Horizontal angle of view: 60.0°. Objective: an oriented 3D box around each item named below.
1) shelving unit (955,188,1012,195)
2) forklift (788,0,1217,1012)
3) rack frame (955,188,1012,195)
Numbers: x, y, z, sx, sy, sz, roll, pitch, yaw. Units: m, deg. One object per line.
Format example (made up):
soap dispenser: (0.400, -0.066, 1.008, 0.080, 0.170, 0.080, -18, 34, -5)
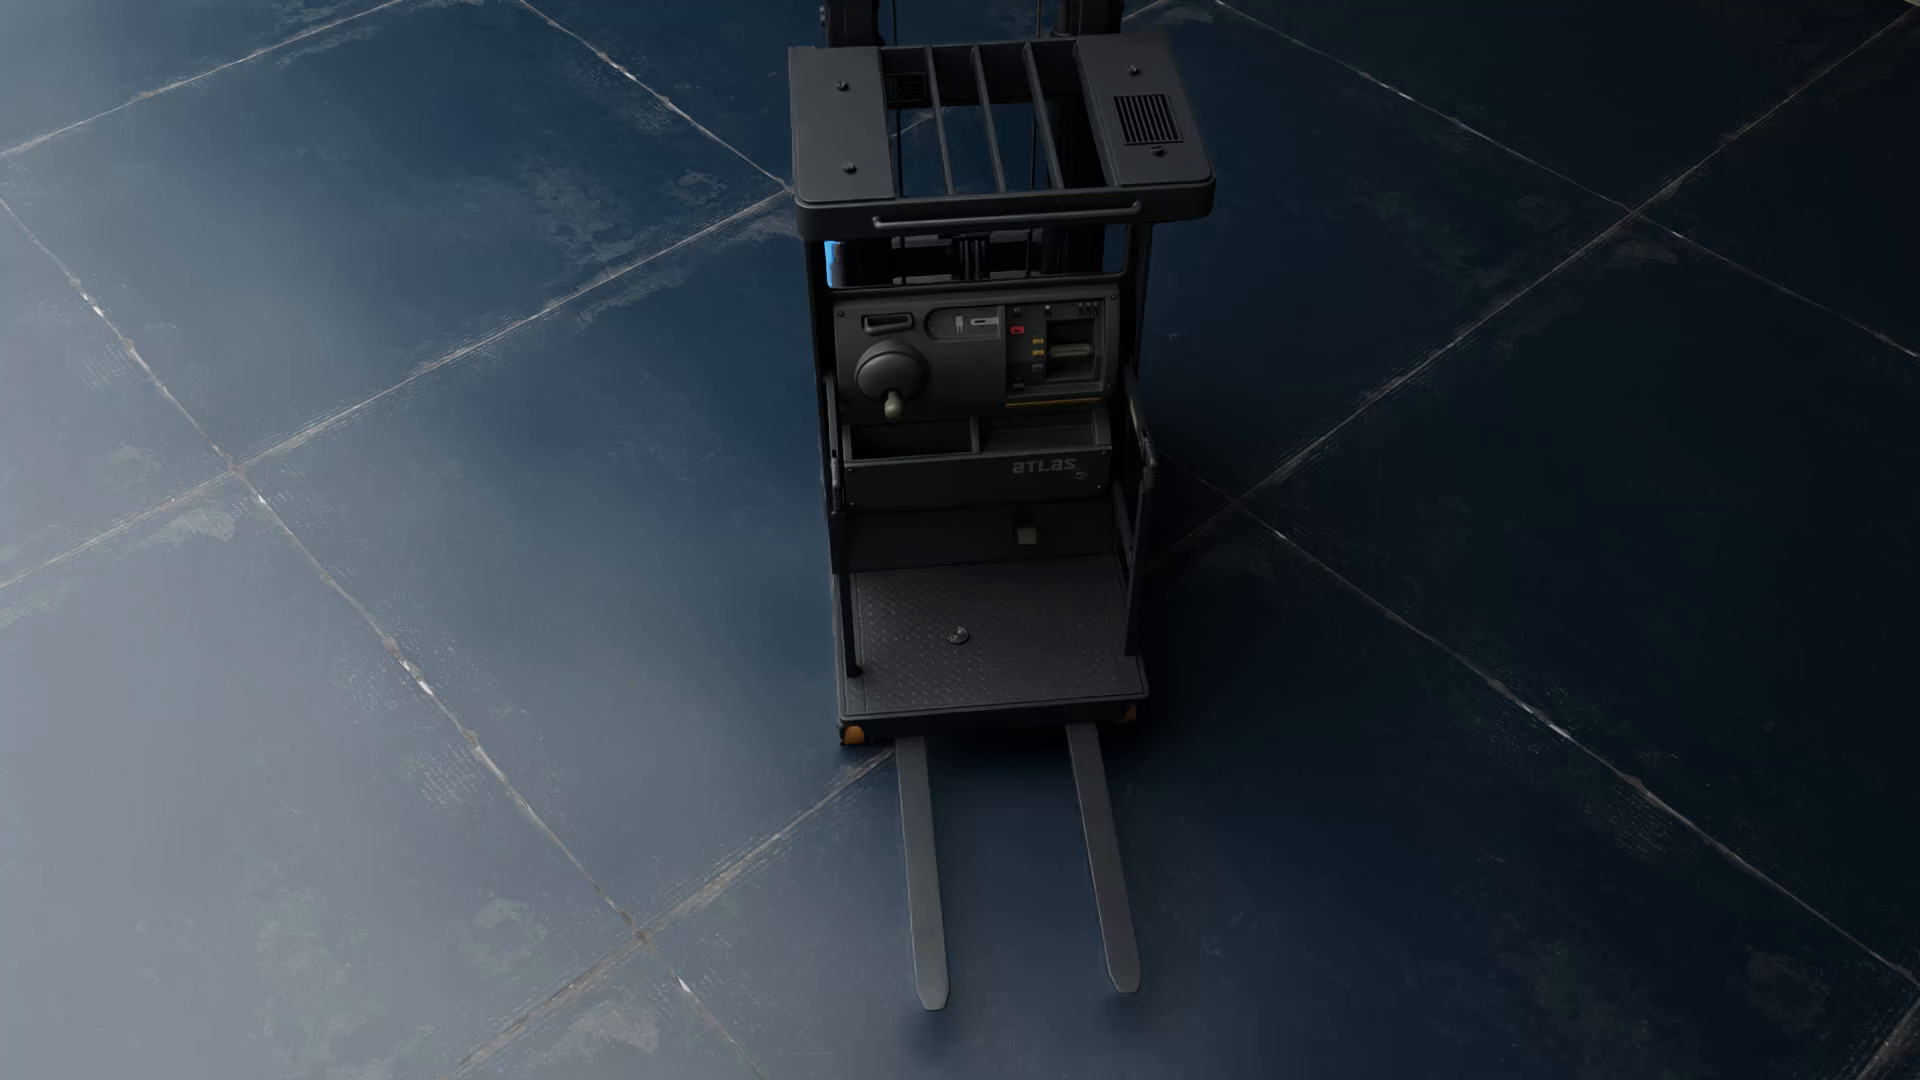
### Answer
shelving unit: (0.089, -1.065, 7.165, 0.258, 0.900, 0.210, 3, 43, 3)
forklift: (0.081, -0.514, 5.283, 1.130, 2.935, 3.031, -4, 47, -4)
rack frame: (0.095, -1.135, 7.239, 0.240, 0.900, 0.006, 3, 43, 3)
